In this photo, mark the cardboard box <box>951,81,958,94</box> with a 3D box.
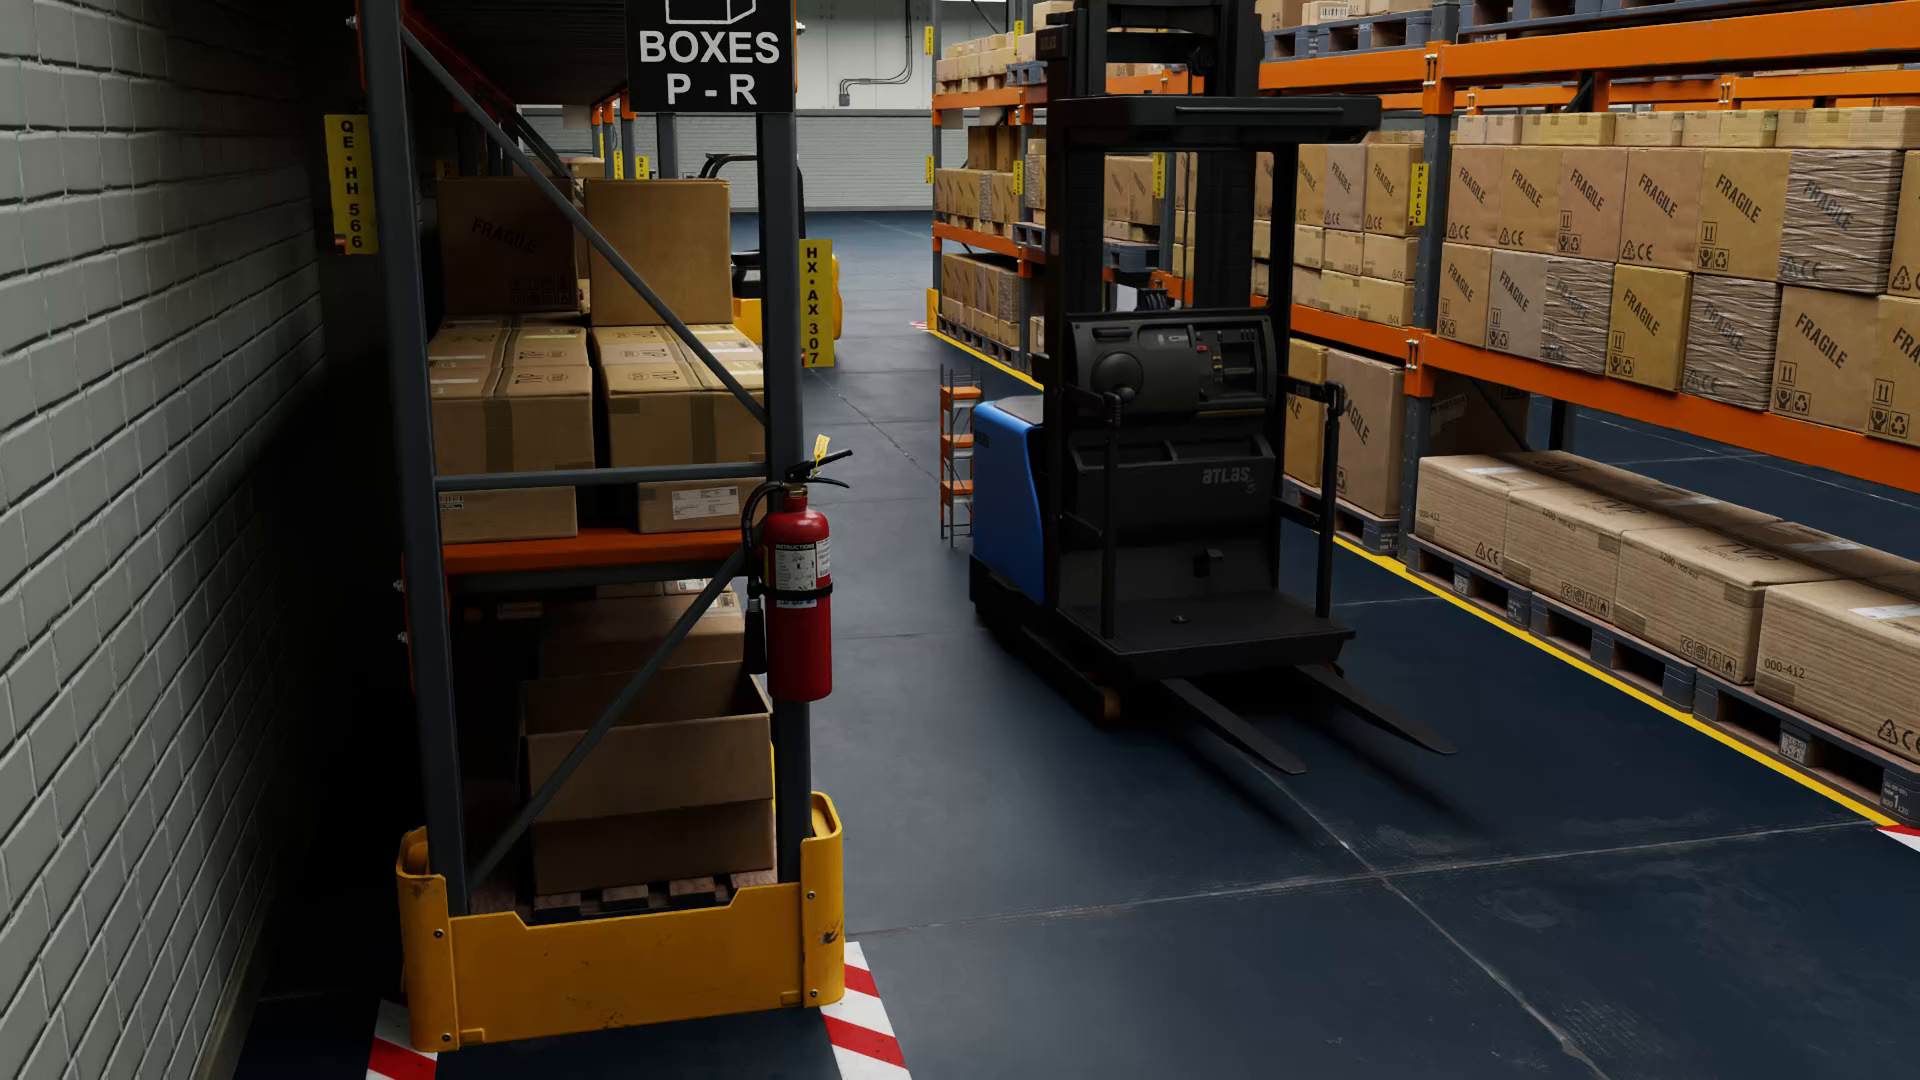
[{"bbox_3d":[0.104,-5.246,19.287,0.380,0.149,0.250,-3,14,-12],"label":"cardboard box"}]

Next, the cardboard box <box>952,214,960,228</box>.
[{"bbox_3d":[0.114,-3.728,19.394,0.380,0.149,0.250,-3,14,-12],"label":"cardboard box"}]

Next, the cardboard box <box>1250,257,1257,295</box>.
[{"bbox_3d":[2.168,-1.840,11.453,0.500,0.250,0.500,-3,14,-11],"label":"cardboard box"}]

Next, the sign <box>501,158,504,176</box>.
[{"bbox_3d":[-4.260,-3.351,15.333,0.100,0.325,0.005,-3,14,-13],"label":"sign"}]

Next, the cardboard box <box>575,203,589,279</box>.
[{"bbox_3d":[-1.738,-1.455,8.465,0.700,0.500,0.500,-3,14,-12],"label":"cardboard box"}]

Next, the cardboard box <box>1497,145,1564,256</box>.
[{"bbox_3d":[2.971,-1.650,8.041,0.500,0.500,0.500,-3,14,-14],"label":"cardboard box"}]

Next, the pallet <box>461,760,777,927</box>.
[{"bbox_3d":[-1.109,0.998,5.397,1.003,0.211,1.213,-3,14,-13],"label":"pallet"}]

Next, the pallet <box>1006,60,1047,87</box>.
[{"bbox_3d":[1.145,-4.419,15.768,1.213,0.211,1.003,-3,14,-13],"label":"pallet"}]

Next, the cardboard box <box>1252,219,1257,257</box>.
[{"bbox_3d":[2.147,-2.083,11.394,0.500,0.250,0.500,-3,14,-13],"label":"cardboard box"}]

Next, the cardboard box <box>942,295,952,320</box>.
[{"bbox_3d":[0.084,-2.791,19.938,0.500,0.250,0.500,-3,14,-14],"label":"cardboard box"}]

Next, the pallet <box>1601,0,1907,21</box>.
[{"bbox_3d":[3.447,-2.299,6.885,1.003,0.211,1.213,-3,14,-13],"label":"pallet"}]

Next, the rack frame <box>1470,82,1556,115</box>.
[{"bbox_3d":[5.891,-3.500,17.934,1.000,3.000,0.127,-3,14,-13],"label":"rack frame"}]

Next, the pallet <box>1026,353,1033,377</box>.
[{"bbox_3d":[1.287,-1.667,16.305,1.003,0.211,1.213,-3,14,-13],"label":"pallet"}]

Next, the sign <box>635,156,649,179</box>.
[{"bbox_3d":[-2.256,-2.557,11.801,0.100,0.325,0.005,-3,14,-13],"label":"sign"}]

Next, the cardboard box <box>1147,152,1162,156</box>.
[{"bbox_3d":[1.693,-3.599,15.249,0.380,0.149,0.250,-4,14,-16],"label":"cardboard box"}]

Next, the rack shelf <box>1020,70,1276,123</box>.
[{"bbox_3d":[1.573,-3.847,14.550,1.077,0.370,4.000,-3,14,-13],"label":"rack shelf"}]

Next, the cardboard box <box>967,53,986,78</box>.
[{"bbox_3d":[0.378,-5.168,18.129,0.500,0.250,0.500,-3,14,-12],"label":"cardboard box"}]

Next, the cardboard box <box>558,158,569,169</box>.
[{"bbox_3d":[-4.209,-4.108,18.217,0.380,0.149,0.250,-3,14,-13],"label":"cardboard box"}]

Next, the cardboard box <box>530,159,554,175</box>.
[{"bbox_3d":[-4.388,-3.846,17.144,0.380,0.149,0.250,-3,14,-12],"label":"cardboard box"}]

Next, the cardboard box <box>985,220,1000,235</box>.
[{"bbox_3d":[0.490,-3.370,17.932,0.380,0.149,0.250,-3,14,-14],"label":"cardboard box"}]

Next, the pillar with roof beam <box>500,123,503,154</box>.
[{"bbox_3d":[-4.006,-9.558,30.088,9.100,9.000,0.400,-3,14,-13],"label":"pillar with roof beam"}]

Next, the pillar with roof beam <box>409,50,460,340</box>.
[{"bbox_3d":[0.221,-5.406,13.092,9.100,9.000,0.400,-3,14,-13],"label":"pillar with roof beam"}]

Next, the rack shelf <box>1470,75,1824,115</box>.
[{"bbox_3d":[6.361,-4.147,15.775,1.077,0.370,4.000,-3,14,-13],"label":"rack shelf"}]

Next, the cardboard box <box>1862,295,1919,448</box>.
[{"bbox_3d":[3.551,-0.578,5.761,0.500,0.500,0.500,-3,14,-13],"label":"cardboard box"}]

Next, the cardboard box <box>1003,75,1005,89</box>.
[{"bbox_3d":[0.662,-4.774,17.356,0.380,0.149,0.250,-4,14,-15],"label":"cardboard box"}]

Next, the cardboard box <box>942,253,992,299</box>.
[{"bbox_3d":[0.091,-3.149,19.827,0.500,0.500,0.500,-4,14,-15],"label":"cardboard box"}]

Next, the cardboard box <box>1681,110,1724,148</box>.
[{"bbox_3d":[3.246,-1.707,6.908,0.380,0.149,0.250,-3,14,-11],"label":"cardboard box"}]

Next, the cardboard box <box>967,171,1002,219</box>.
[{"bbox_3d":[0.378,-3.839,18.481,0.500,0.500,0.500,-4,14,-14],"label":"cardboard box"}]

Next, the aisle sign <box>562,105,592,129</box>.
[{"bbox_3d":[-4.390,-5.141,19.171,0.394,0.787,0.004,-3,14,-13],"label":"aisle sign"}]

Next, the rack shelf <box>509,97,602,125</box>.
[{"bbox_3d":[-4.191,-4.493,17.191,1.077,0.370,4.000,-3,14,-13],"label":"rack shelf"}]

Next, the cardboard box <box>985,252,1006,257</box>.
[{"bbox_3d":[0.605,-3.186,19.977,0.500,0.500,0.500,-3,14,-13],"label":"cardboard box"}]

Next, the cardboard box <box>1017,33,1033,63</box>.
[{"bbox_3d":[0.851,-4.632,15.678,0.500,0.250,0.500,-4,14,-15],"label":"cardboard box"}]

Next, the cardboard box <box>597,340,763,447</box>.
[{"bbox_3d":[-0.866,-0.463,5.190,0.500,0.250,0.500,-3,14,-13],"label":"cardboard box"}]

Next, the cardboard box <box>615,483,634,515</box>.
[{"bbox_3d":[-0.818,-0.180,4.874,0.380,0.149,0.250,-3,14,-12],"label":"cardboard box"}]

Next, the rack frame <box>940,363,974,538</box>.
[{"bbox_3d":[-0.016,-0.526,9.867,0.200,1.050,0.008,-3,14,-13],"label":"rack frame"}]

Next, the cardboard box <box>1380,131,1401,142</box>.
[{"bbox_3d":[5.470,-4.559,19.677,0.875,0.550,0.500,-3,14,-13],"label":"cardboard box"}]

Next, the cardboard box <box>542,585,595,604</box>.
[{"bbox_3d":[-1.361,0.270,6.884,0.700,0.500,0.500,-4,14,-15],"label":"cardboard box"}]

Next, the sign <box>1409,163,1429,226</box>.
[{"bbox_3d":[2.457,-1.847,8.894,0.100,0.325,0.005,-3,14,-13],"label":"sign"}]

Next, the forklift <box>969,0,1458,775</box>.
[{"bbox_3d":[0.987,-0.771,6.907,1.130,2.935,3.031,-4,14,-17],"label":"forklift"}]

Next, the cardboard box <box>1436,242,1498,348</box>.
[{"bbox_3d":[2.838,-1.281,8.640,0.500,0.500,0.500,-3,14,-11],"label":"cardboard box"}]

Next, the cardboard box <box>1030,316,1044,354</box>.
[{"bbox_3d":[1.229,-2.008,16.476,0.950,0.372,0.625,-3,14,-12],"label":"cardboard box"}]

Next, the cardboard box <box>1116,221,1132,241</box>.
[{"bbox_3d":[1.501,-2.536,13.632,0.380,0.149,0.250,-3,14,-14],"label":"cardboard box"}]

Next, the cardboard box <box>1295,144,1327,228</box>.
[{"bbox_3d":[2.404,-2.216,10.359,0.500,0.500,0.500,-3,14,-11],"label":"cardboard box"}]

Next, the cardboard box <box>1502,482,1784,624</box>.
[{"bbox_3d":[3.236,0.042,7.947,0.875,0.438,0.875,-4,14,-15],"label":"cardboard box"}]

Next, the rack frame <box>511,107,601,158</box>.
[{"bbox_3d":[-4.660,-3.846,19.350,1.000,3.000,0.127,-3,14,-13],"label":"rack frame"}]

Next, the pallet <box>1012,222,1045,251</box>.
[{"bbox_3d":[1.141,-2.923,15.977,1.003,0.211,1.213,-3,14,-13],"label":"pallet"}]

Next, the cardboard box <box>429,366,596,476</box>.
[{"bbox_3d":[-1.269,-0.318,4.598,0.500,0.250,0.500,-3,14,-12],"label":"cardboard box"}]

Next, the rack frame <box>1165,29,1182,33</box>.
[{"bbox_3d":[2.043,-5.193,12.220,1.000,3.000,0.127,-3,14,-13],"label":"rack frame"}]

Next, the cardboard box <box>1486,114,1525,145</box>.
[{"bbox_3d":[2.880,-2.059,8.352,0.380,0.149,0.250,-3,14,-12],"label":"cardboard box"}]

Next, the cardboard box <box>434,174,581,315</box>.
[{"bbox_3d":[-1.751,-1.156,6.446,0.500,0.500,0.500,-4,14,-15],"label":"cardboard box"}]

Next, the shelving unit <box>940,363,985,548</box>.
[{"bbox_3d":[0.013,-0.498,9.752,0.215,1.050,0.252,-3,14,-13],"label":"shelving unit"}]

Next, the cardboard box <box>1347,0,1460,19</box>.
[{"bbox_3d":[2.571,-3.165,9.544,0.500,0.311,0.500,-3,14,-13],"label":"cardboard box"}]

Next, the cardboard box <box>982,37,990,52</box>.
[{"bbox_3d":[0.446,-5.280,17.748,0.380,0.149,0.250,-3,14,-13],"label":"cardboard box"}]

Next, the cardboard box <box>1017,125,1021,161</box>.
[{"bbox_3d":[1.020,-4.230,17.976,0.700,0.500,0.500,-4,14,-14],"label":"cardboard box"}]
